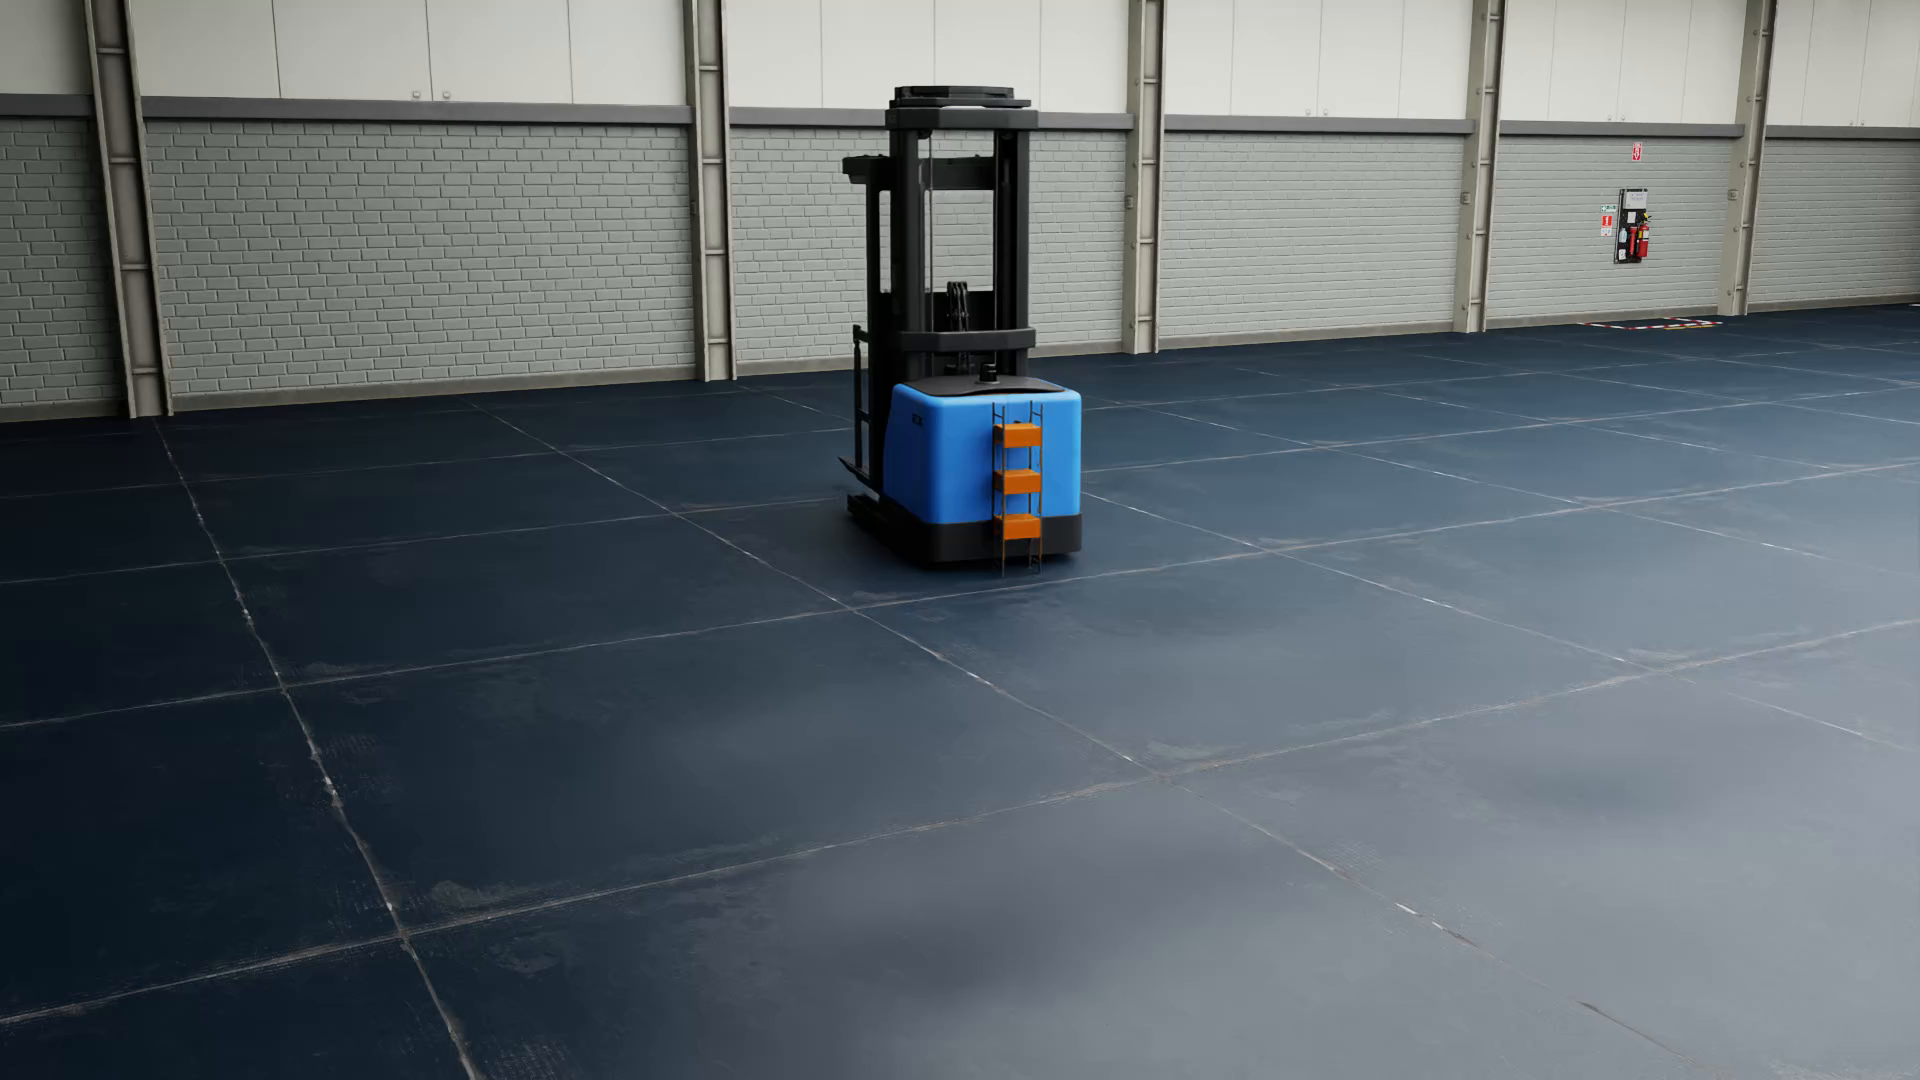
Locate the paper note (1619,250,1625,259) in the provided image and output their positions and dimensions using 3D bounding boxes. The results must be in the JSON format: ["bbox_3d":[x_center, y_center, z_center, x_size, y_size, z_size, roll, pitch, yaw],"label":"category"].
[{"bbox_3d":[10.568,-4.557,26.530,0.142,0.148,0.016,-7,14,-28],"label":"paper note"}]

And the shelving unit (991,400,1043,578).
[{"bbox_3d":[0.345,-0.311,10.098,0.252,1.050,0.215,-4,13,-18],"label":"shelving unit"}]

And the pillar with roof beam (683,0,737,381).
[{"bbox_3d":[-0.793,-5.448,14.821,0.400,9.000,9.100,-7,14,-28],"label":"pillar with roof beam"}]

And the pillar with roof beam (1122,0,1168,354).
[{"bbox_3d":[4.474,-6.079,17.625,0.400,9.000,9.100,-7,14,-28],"label":"pillar with roof beam"}]

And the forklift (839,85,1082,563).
[{"bbox_3d":[-0.162,-1.570,11.408,1.130,2.935,3.031,-4,13,-17],"label":"forklift"}]

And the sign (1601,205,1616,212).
[{"bbox_3d":[10.230,-5.228,26.220,0.331,0.109,0.001,-7,14,-28],"label":"sign"}]

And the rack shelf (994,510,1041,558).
[{"bbox_3d":[0.345,-0.029,10.161,0.240,0.259,0.215,-4,13,-18],"label":"rack shelf"}]

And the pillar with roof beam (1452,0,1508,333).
[{"bbox_3d":[9.740,-6.710,20.430,0.400,9.000,9.100,-7,14,-28],"label":"pillar with roof beam"}]

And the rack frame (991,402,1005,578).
[{"bbox_3d":[0.230,-0.302,10.060,0.008,1.050,0.200,-4,13,-18],"label":"rack frame"}]

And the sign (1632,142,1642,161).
[{"bbox_3d":[10.702,-6.141,26.284,0.199,0.298,0.001,-7,14,-28],"label":"sign"}]

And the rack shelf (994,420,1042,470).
[{"bbox_3d":[0.345,-0.577,10.038,0.240,0.259,0.215,-4,13,-18],"label":"rack shelf"}]

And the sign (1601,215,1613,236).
[{"bbox_3d":[10.222,-4.971,26.283,0.234,0.329,0.001,-7,14,-28],"label":"sign"}]

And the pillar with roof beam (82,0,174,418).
[{"bbox_3d":[-6.059,-4.817,12.016,0.400,9.000,9.100,-7,14,-28],"label":"pillar with roof beam"}]

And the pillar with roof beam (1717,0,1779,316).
[{"bbox_3d":[15.007,-7.341,23.235,0.400,9.000,9.100,-7,14,-28],"label":"pillar with roof beam"}]

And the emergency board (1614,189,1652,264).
[{"bbox_3d":[10.757,-4.992,26.457,0.643,1.169,0.194,-7,14,-28],"label":"emergency board"}]

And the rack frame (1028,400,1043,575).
[{"bbox_3d":[0.461,-0.319,10.136,0.008,1.050,0.200,-4,13,-18],"label":"rack frame"}]

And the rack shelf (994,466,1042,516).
[{"bbox_3d":[0.345,-0.300,10.100,0.240,0.259,0.215,-4,13,-18],"label":"rack shelf"}]
